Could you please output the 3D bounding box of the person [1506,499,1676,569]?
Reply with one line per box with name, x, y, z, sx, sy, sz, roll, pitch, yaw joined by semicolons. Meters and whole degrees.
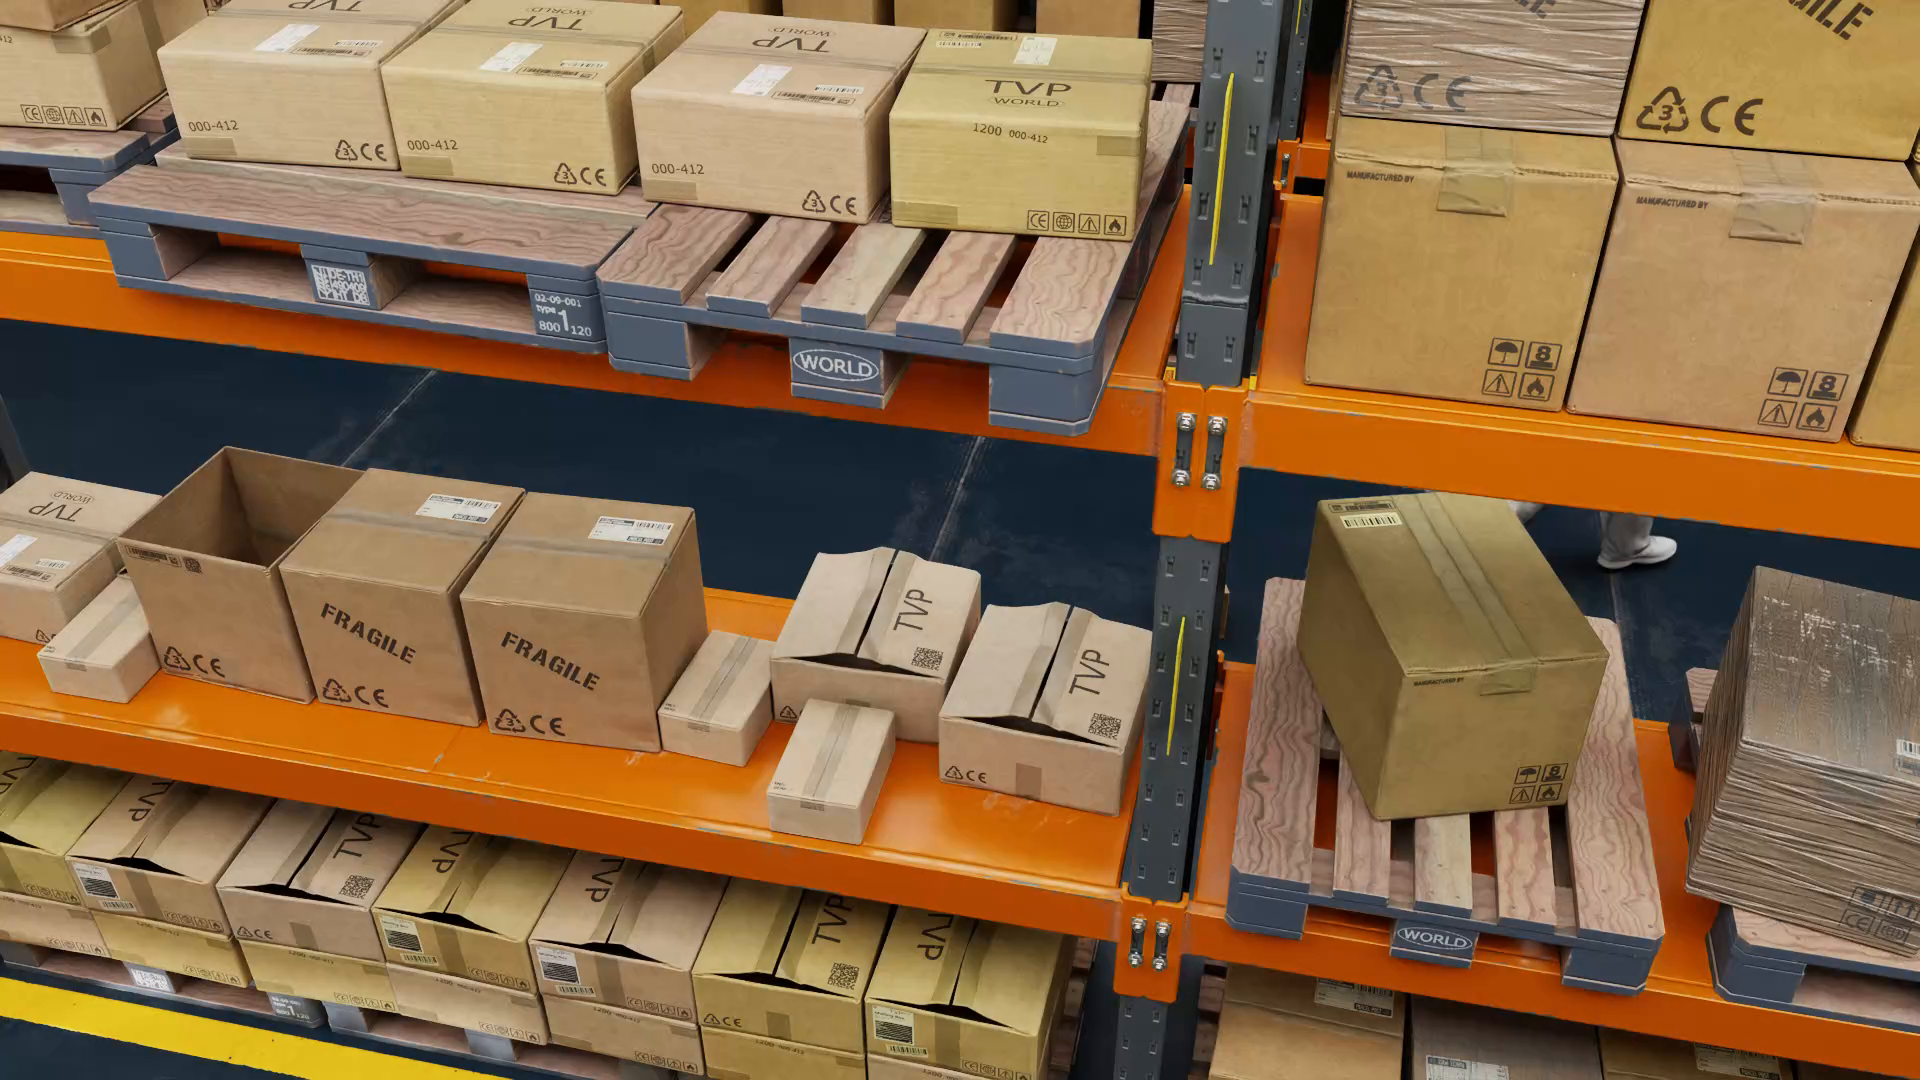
person;2.733;-0.597;6.964;0.977;1.737;0.614;-14;38;-18
